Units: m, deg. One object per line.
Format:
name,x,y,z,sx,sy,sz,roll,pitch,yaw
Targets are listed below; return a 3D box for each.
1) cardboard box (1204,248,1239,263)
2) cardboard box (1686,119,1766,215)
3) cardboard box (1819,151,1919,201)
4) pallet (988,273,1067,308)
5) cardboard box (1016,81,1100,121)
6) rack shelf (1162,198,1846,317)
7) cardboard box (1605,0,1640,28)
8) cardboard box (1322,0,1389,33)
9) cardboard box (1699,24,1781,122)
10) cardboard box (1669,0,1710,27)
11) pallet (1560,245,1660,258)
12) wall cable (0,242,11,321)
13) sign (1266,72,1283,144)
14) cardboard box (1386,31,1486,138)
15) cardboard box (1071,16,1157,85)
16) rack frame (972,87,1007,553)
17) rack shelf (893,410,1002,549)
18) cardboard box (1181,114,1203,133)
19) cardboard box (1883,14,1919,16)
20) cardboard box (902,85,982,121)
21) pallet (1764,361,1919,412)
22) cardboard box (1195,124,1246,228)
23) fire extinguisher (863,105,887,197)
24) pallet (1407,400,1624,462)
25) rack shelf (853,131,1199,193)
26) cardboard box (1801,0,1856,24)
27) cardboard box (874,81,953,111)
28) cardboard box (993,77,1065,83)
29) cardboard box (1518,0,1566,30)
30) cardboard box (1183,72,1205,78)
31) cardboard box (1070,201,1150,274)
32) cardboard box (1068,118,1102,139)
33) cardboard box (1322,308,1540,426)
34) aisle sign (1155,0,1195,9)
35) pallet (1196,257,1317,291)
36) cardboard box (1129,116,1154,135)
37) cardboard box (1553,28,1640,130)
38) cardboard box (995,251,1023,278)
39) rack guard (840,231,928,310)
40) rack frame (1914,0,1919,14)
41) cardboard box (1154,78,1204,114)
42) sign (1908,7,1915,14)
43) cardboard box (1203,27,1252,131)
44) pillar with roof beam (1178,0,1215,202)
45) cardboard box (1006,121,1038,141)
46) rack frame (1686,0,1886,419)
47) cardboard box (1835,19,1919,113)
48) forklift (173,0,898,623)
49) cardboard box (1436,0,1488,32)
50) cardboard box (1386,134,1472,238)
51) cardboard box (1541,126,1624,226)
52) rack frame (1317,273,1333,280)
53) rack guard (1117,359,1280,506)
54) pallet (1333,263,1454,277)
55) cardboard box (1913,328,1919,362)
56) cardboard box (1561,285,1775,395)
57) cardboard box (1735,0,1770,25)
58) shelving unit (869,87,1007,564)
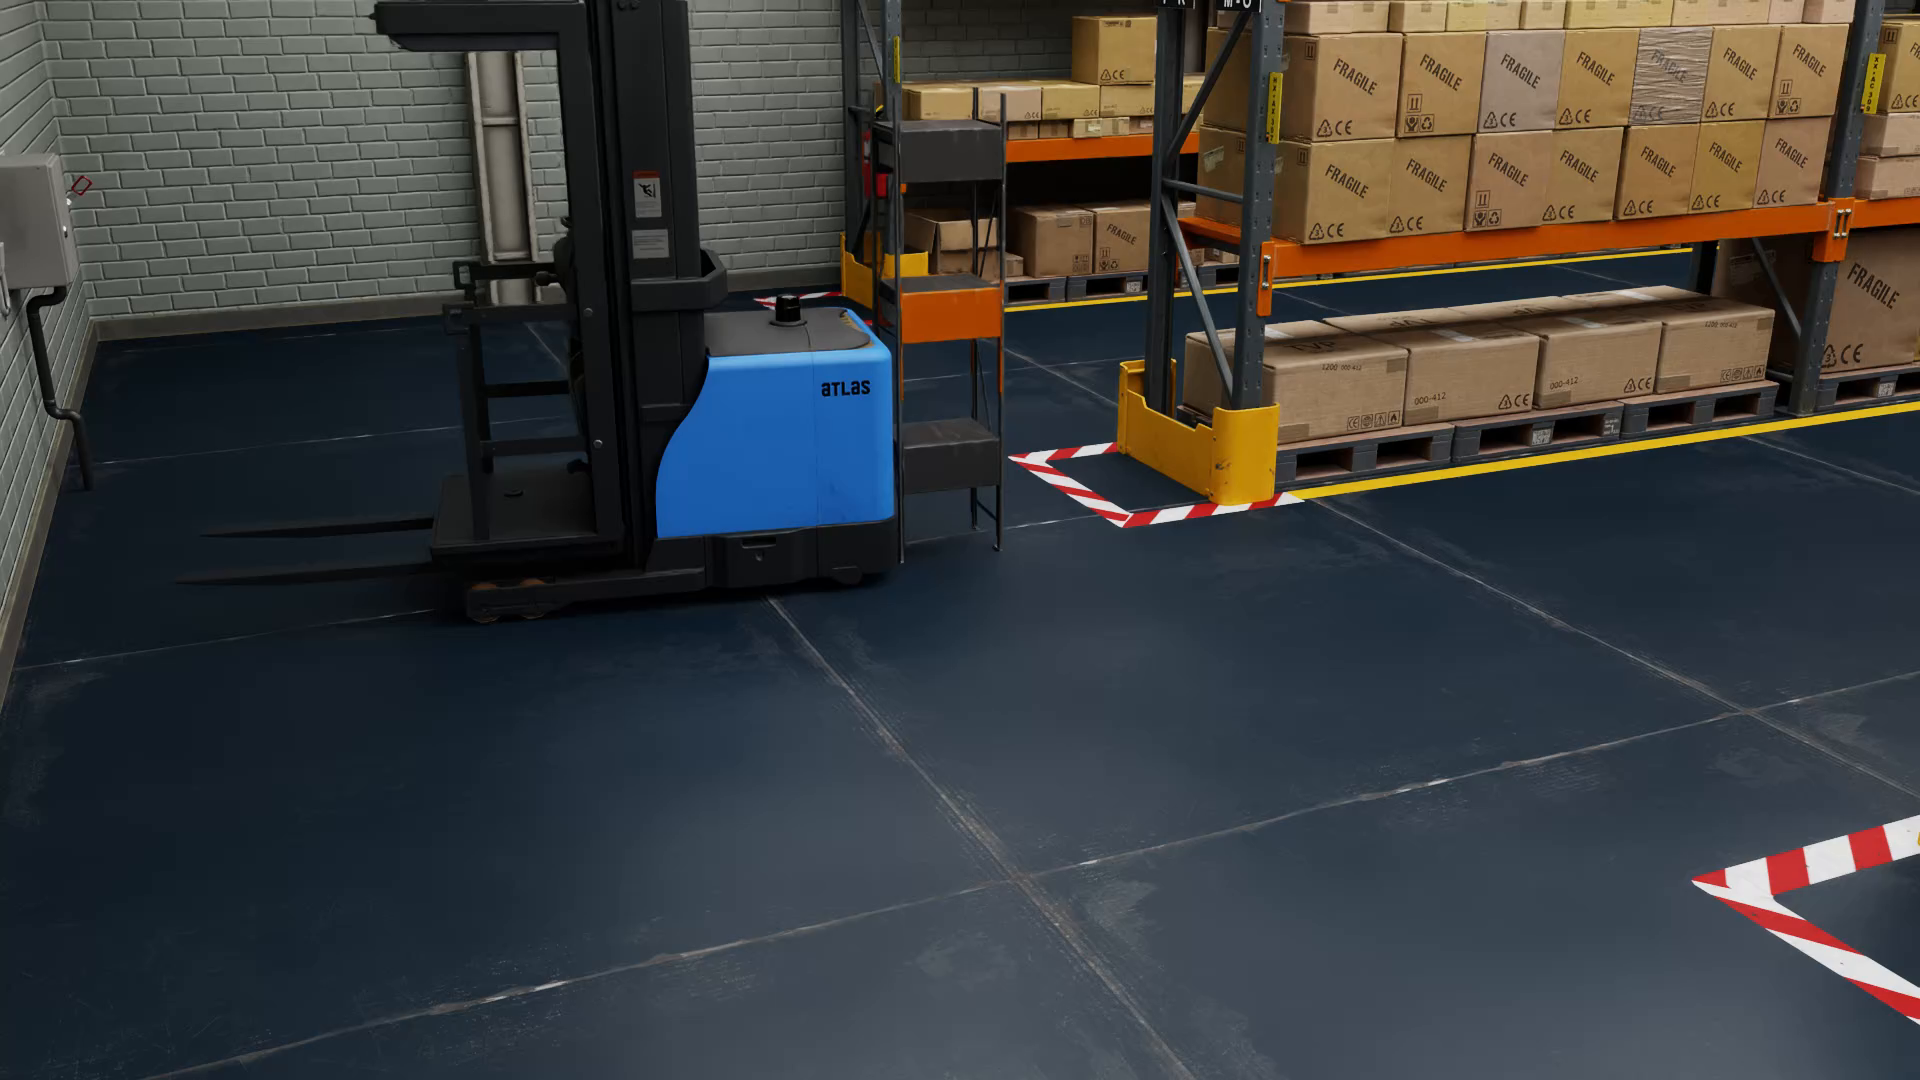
cardboard box,2.265,-2.524,14.158,0.258,0.266,0.396,-7,21,-20
cardboard box,4.163,-2.151,9.464,0.500,0.500,0.500,-9,21,-23
cardboard box,5.467,-2.219,10.033,0.500,0.250,0.500,-9,21,-23
pallet,0.117,-2.099,13.666,1.213,0.211,1.003,-8,21,-22
cardboard box,0.766,-3.480,13.168,0.500,0.250,0.500,-9,21,-23
rack shelf,3.122,-1.710,9.444,4.000,0.370,1.077,-8,21,-22
cardboard box,3.383,-2.813,8.863,0.250,0.149,0.380,-8,21,-22
cardboard box,1.933,-2.629,8.340,0.250,0.149,0.380,-8,21,-21
cardboard box,4.165,-2.620,9.291,0.500,0.500,0.500,-8,21,-23
cardboard box,3.842,-2.885,9.067,0.250,0.149,0.380,-8,21,-22
pallet,5.961,-2.949,16.081,1.213,0.211,1.003,-8,21,-22
wall cable,-4.456,-1.947,7.506,0.122,1.984,0.588,-8,21,-22
sign,1.500,-2.062,7.938,0.005,0.325,0.100,-8,21,-22
cardboard box,2.310,-2.351,8.527,0.500,0.500,0.500,-9,21,-23
cardboard box,1.216,-3.897,13.223,0.500,0.500,0.500,-8,21,-21
rack frame,0.130,-0.993,7.681,0.015,2.100,0.400,-6,20,-18
rack shelf,-0.101,-0.294,7.843,0.480,0.518,0.431,-6,20,-18
cardboard box,1.861,-3.437,13.645,0.250,0.149,0.380,-8,21,-23
cardboard box,6.214,-3.097,10.646,0.500,0.500,0.500,-7,21,-20
cardboard box,-0.161,-3.346,12.787,0.500,0.250,0.500,-8,21,-22
pallet,5.637,-1.121,10.889,1.213,0.211,1.003,-8,21,-22
cardboard box,1.623,-1.977,8.970,0.500,0.500,0.500,-8,21,-22
fire extinguisher,-0.636,-2.926,12.495,0.183,0.674,0.296,-8,21,-22
pallet,3.107,-0.759,9.859,1.213,0.211,1.003,-8,21,-22
rack shelf,1.152,-3.223,13.742,4.000,0.370,1.077,-8,21,-22
cardboard box,4.801,-2.999,9.391,0.250,0.149,0.380,-9,21,-23
cardboard box,-0.367,-3.510,13.252,0.500,0.250,0.500,-8,21,-20
cardboard box,0.563,-3.641,13.625,0.500,0.250,0.500,-7,21,-20
cardboard box,2.918,-2.739,8.652,0.250,0.149,0.380,-8,21,-21
cardboard box,1.969,-3.844,14.201,0.500,0.250,0.500,-8,21,-22
cardboard box,1.240,-2.509,13.764,0.500,0.500,0.500,-8,21,-21
cardboard box,0.929,-3.294,13.240,0.250,0.149,0.380,-9,21,-23
cardboard box,2.689,-1.016,9.616,0.875,0.438,0.875,-8,21,-20
aisle sign,1.096,-3.097,8.388,0.004,0.787,0.394,-8,21,-22
pallet,2.357,-2.420,14.577,1.213,0.211,1.003,-8,21,-22
cardboard box,1.372,-3.390,13.512,0.250,0.149,0.380,-8,21,-22
cardboard box,3.238,-2.487,8.913,0.500,0.500,0.500,-8,21,-22
cardboard box,0.320,-2.248,13.550,0.250,0.149,0.380,-9,21,-24
rack guard,-0.615,-2.130,13.319,0.348,0.500,1.175,-8,21,-22
rack frame,10.334,-4.878,17.359,0.127,3.000,1.000,-8,21,-22
cardboard box,1.700,-3.621,13.569,0.500,0.250,0.500,-8,21,-22
sign,10.113,-5.492,17.682,0.005,0.325,0.100,-8,21,-22
cardboard box,1.634,-2.441,8.781,0.500,0.500,0.500,-7,21,-20
pillar with roof beam,3.697,-5.525,10.165,0.400,9.000,9.100,-8,21,-22
cardboard box,0.425,-3.247,13.107,0.250,0.149,0.380,-7,21,-20
rack frame,4.958,-2.312,10.072,0.127,3.000,1.000,-8,21,-22
cardboard box,5.476,-2.801,9.805,0.500,0.500,0.500,-8,21,-21
forklift,-1.855,-1.226,7.090,3.031,2.935,1.130,-5,20,-13
cardboard box,2.452,-2.668,8.451,0.250,0.149,0.380,-9,21,-24
cardboard box,2.293,-1.884,8.705,0.500,0.500,0.500,-8,21,-23
cardboard box,3.221,-2.016,9.081,0.500,0.500,0.500,-7,21,-20
rack frame,2.988,-3.825,14.370,0.127,3.000,1.000,-8,21,-22
rack guard,1.263,-0.604,8.984,0.348,0.500,1.175,-8,21,-22
pallet,3.720,-2.628,15.170,1.213,0.211,1.003,-8,21,-22
cardboard box,6.322,-1.735,11.000,0.875,0.875,0.875,-8,21,-20
cardboard box,4.339,-1.252,10.286,0.875,0.438,0.875,-8,21,-23
cardboard box,4.283,-2.968,9.302,0.250,0.149,0.380,-8,21,-22
shelving unit,-0.101,-0.967,7.606,0.503,2.100,0.431,-6,20,-18
